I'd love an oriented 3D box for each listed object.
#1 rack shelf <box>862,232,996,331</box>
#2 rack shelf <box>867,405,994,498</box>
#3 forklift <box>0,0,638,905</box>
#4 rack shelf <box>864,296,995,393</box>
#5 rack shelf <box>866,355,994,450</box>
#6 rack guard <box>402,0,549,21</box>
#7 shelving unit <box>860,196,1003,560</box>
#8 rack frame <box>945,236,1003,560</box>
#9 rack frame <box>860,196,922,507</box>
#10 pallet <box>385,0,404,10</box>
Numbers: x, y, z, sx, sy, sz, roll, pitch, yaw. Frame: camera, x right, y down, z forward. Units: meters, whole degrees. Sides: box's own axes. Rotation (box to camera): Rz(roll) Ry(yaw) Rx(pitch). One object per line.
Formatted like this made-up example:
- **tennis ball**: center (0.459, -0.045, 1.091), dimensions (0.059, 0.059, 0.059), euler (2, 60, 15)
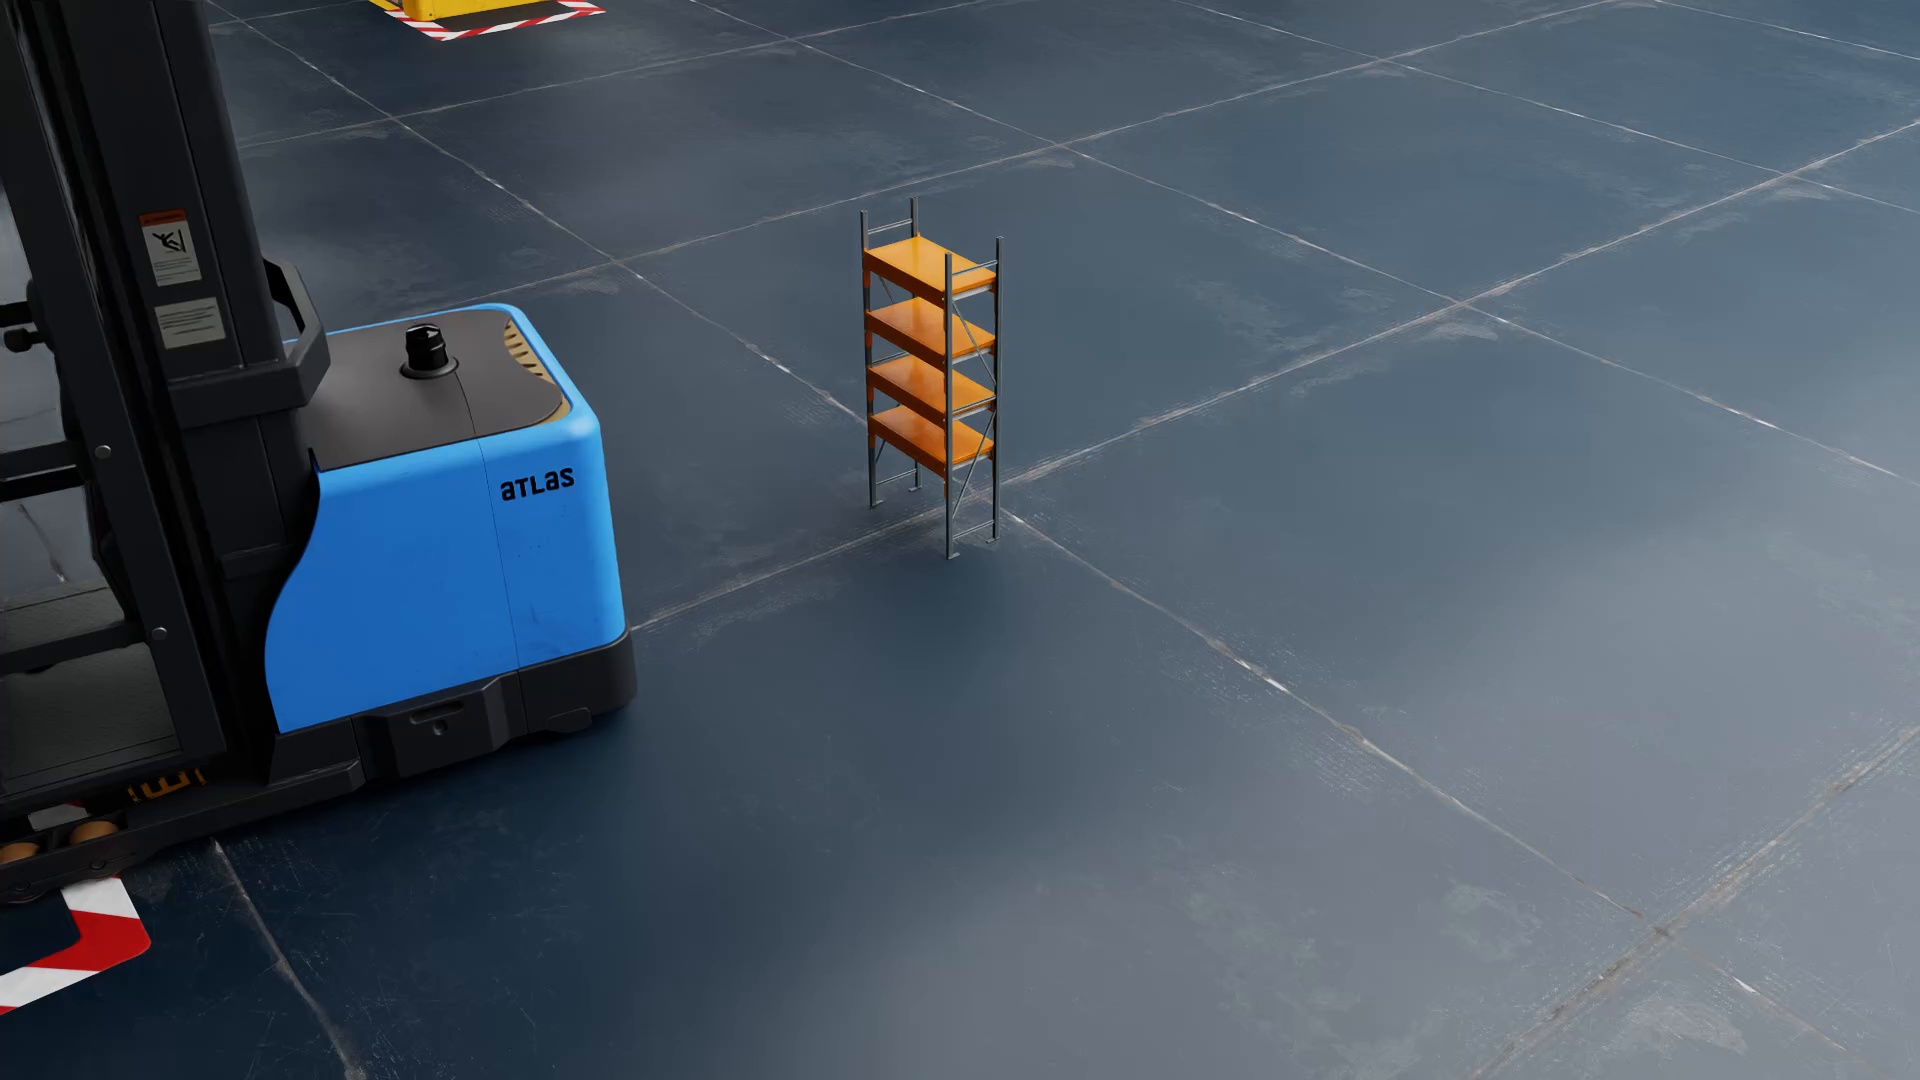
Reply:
- **rack shelf**: center (-0.101, -0.913, 5.837), dimensions (0.258, 0.148, 0.480), euler (-22, 38, -31)
- **rack shelf**: center (-0.101, -0.353, 6.185), dimensions (0.258, 0.148, 0.480), euler (-22, 38, -31)
- **forklift**: center (-2.585, -0.555, 4.365), dimensions (3.031, 2.935, 1.130), euler (-15, 35, -23)
- **rack shelf**: center (-0.101, -0.712, 5.962), dimensions (0.258, 0.148, 0.480), euler (-22, 38, -31)
- **rack shelf**: center (-0.101, -0.522, 6.080), dimensions (0.258, 0.148, 0.480), euler (-22, 38, -31)
- **rack guard**: center (-3.719, -4.376, 12.821), dimensions (1.175, 0.500, 0.348), euler (-22, 38, -31)
- **shelving unit**: center (-0.101, -0.579, 6.045), dimensions (0.258, 1.200, 0.503), euler (-22, 38, -31)
- **rack frame**: center (0.048, -0.477, 5.881), dimensions (0.240, 1.200, 0.015), euler (-22, 38, -31)
- **rack frame**: center (-0.251, -0.680, 6.208), dimensions (0.240, 1.200, 0.015), euler (-22, 38, -31)
- **pallet**: center (-4.235, -4.568, 13.405), dimensions (1.003, 0.211, 1.213), euler (-22, 38, -31)
